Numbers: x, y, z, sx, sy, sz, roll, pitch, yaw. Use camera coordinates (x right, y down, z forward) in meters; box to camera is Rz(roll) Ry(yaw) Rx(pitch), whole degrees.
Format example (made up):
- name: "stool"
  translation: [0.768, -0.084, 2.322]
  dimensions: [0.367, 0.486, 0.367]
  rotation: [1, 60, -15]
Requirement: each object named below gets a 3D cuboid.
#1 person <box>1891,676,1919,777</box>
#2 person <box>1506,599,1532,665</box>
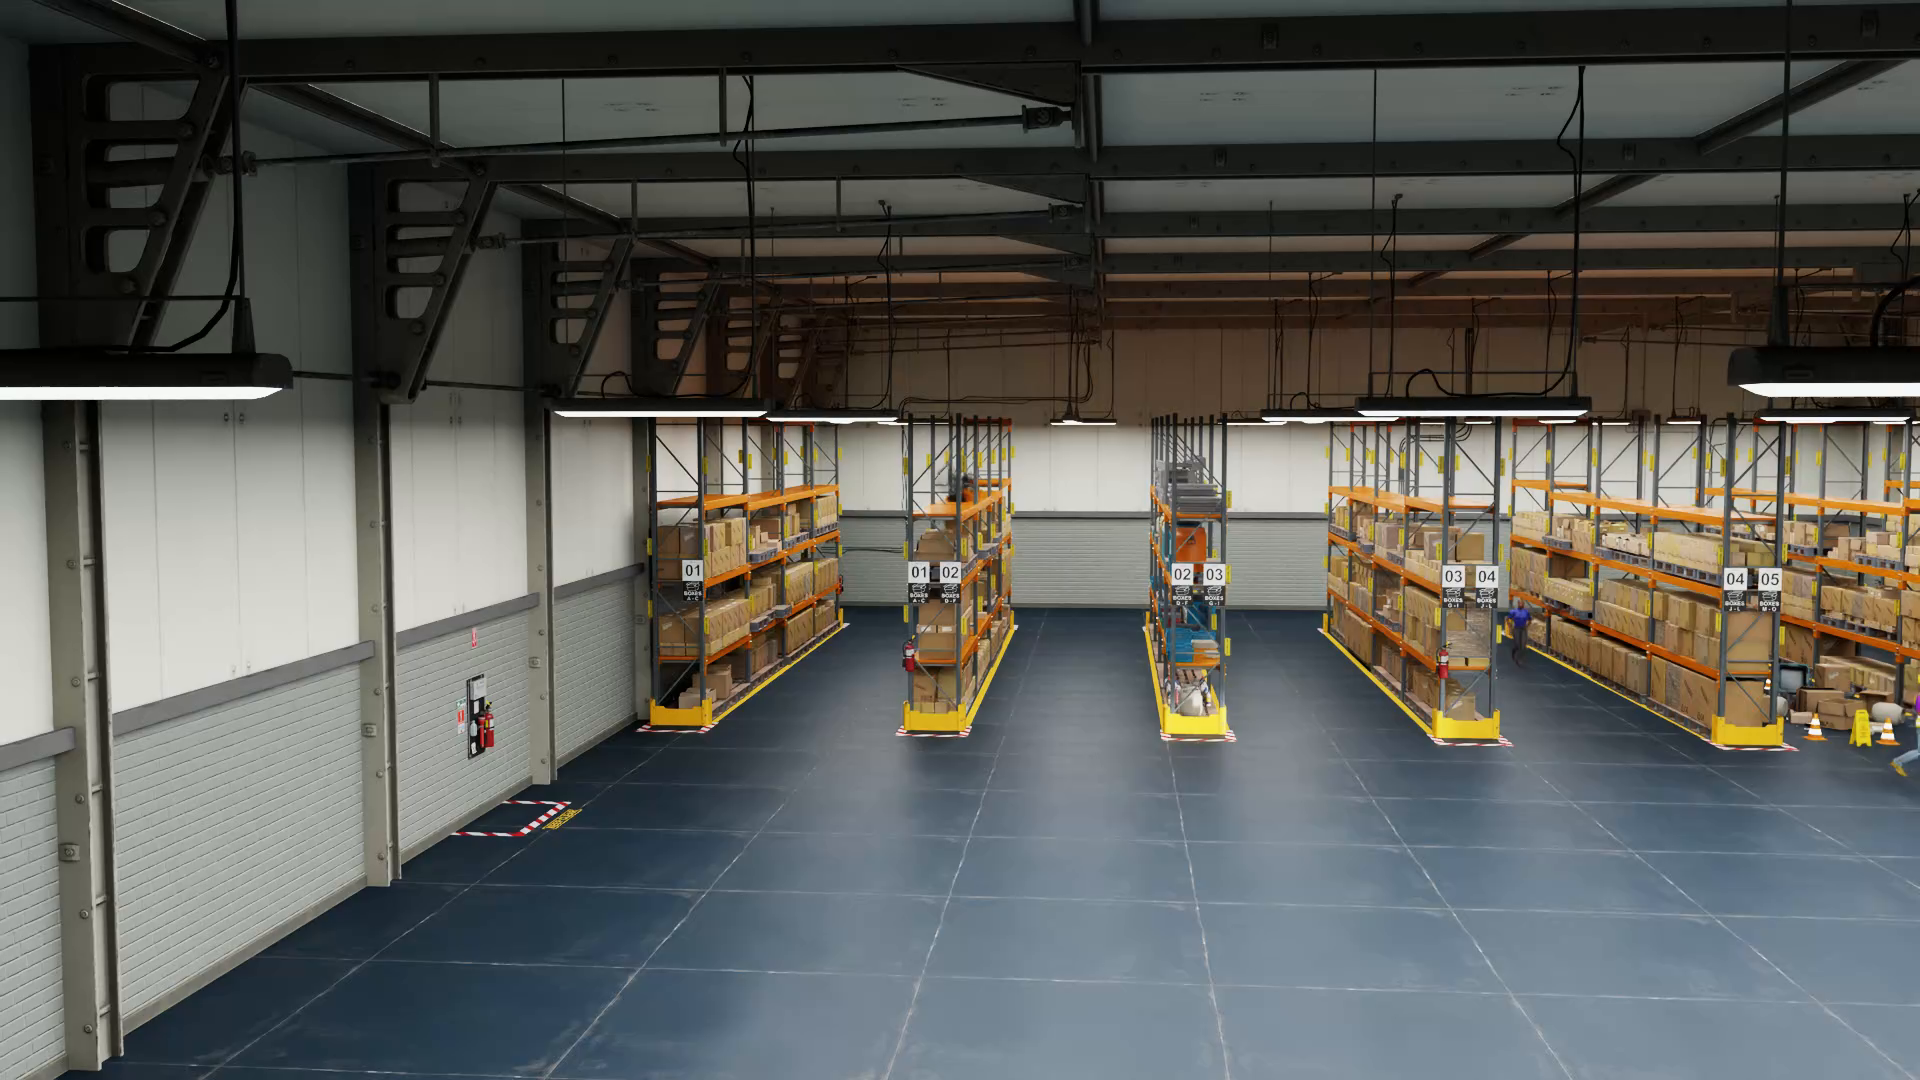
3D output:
- name: "person"
  translation: [15.561, 3.026, 26.771]
  dimensions: [0.953, 1.745, 0.713]
  rotation: [4, 5, 44]
- name: "person"
  translation: [13.524, 2.217, 40.179]
  dimensions: [0.588, 1.608, 0.566]
  rotation: [0, 4, 0]
